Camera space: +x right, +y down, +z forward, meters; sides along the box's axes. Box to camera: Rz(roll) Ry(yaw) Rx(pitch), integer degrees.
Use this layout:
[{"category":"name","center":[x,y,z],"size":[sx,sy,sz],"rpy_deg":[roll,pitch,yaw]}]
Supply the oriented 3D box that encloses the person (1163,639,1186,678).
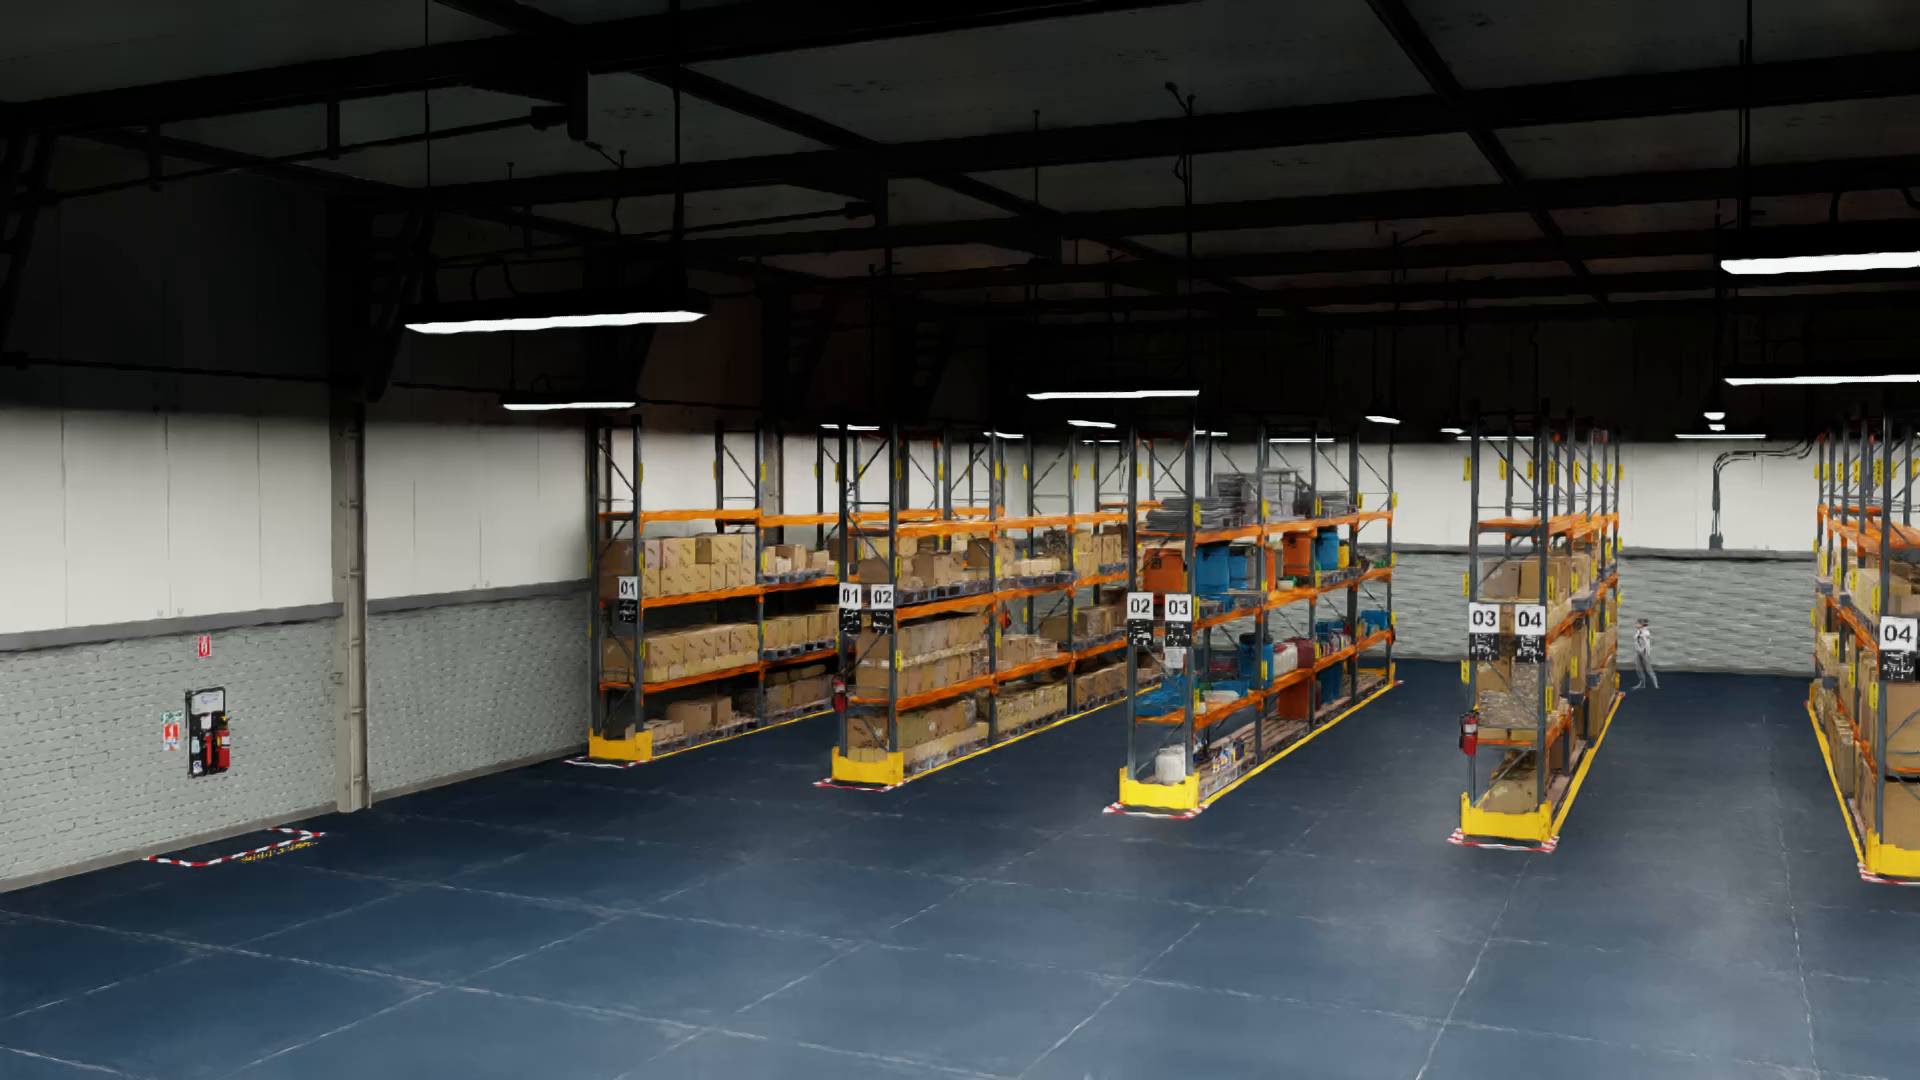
[{"category":"person","center":[4.602,2.679,35.675],"size":[0.591,1.716,1.042],"rpy_deg":[1,3,24]}]

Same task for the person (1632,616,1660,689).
[{"category":"person","center":[15.828,2.602,38.351],"size":[0.525,1.668,0.572],"rpy_deg":[0,2,-4]}]

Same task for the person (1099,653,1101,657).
[{"category":"person","center":[3.331,2.458,41.319],"size":[0.498,1.676,0.462],"rpy_deg":[-2,3,-37]}]

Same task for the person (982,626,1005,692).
[{"category":"person","center":[0.764,2.666,37.351],"size":[0.482,1.590,1.001],"rpy_deg":[1,3,24]}]
